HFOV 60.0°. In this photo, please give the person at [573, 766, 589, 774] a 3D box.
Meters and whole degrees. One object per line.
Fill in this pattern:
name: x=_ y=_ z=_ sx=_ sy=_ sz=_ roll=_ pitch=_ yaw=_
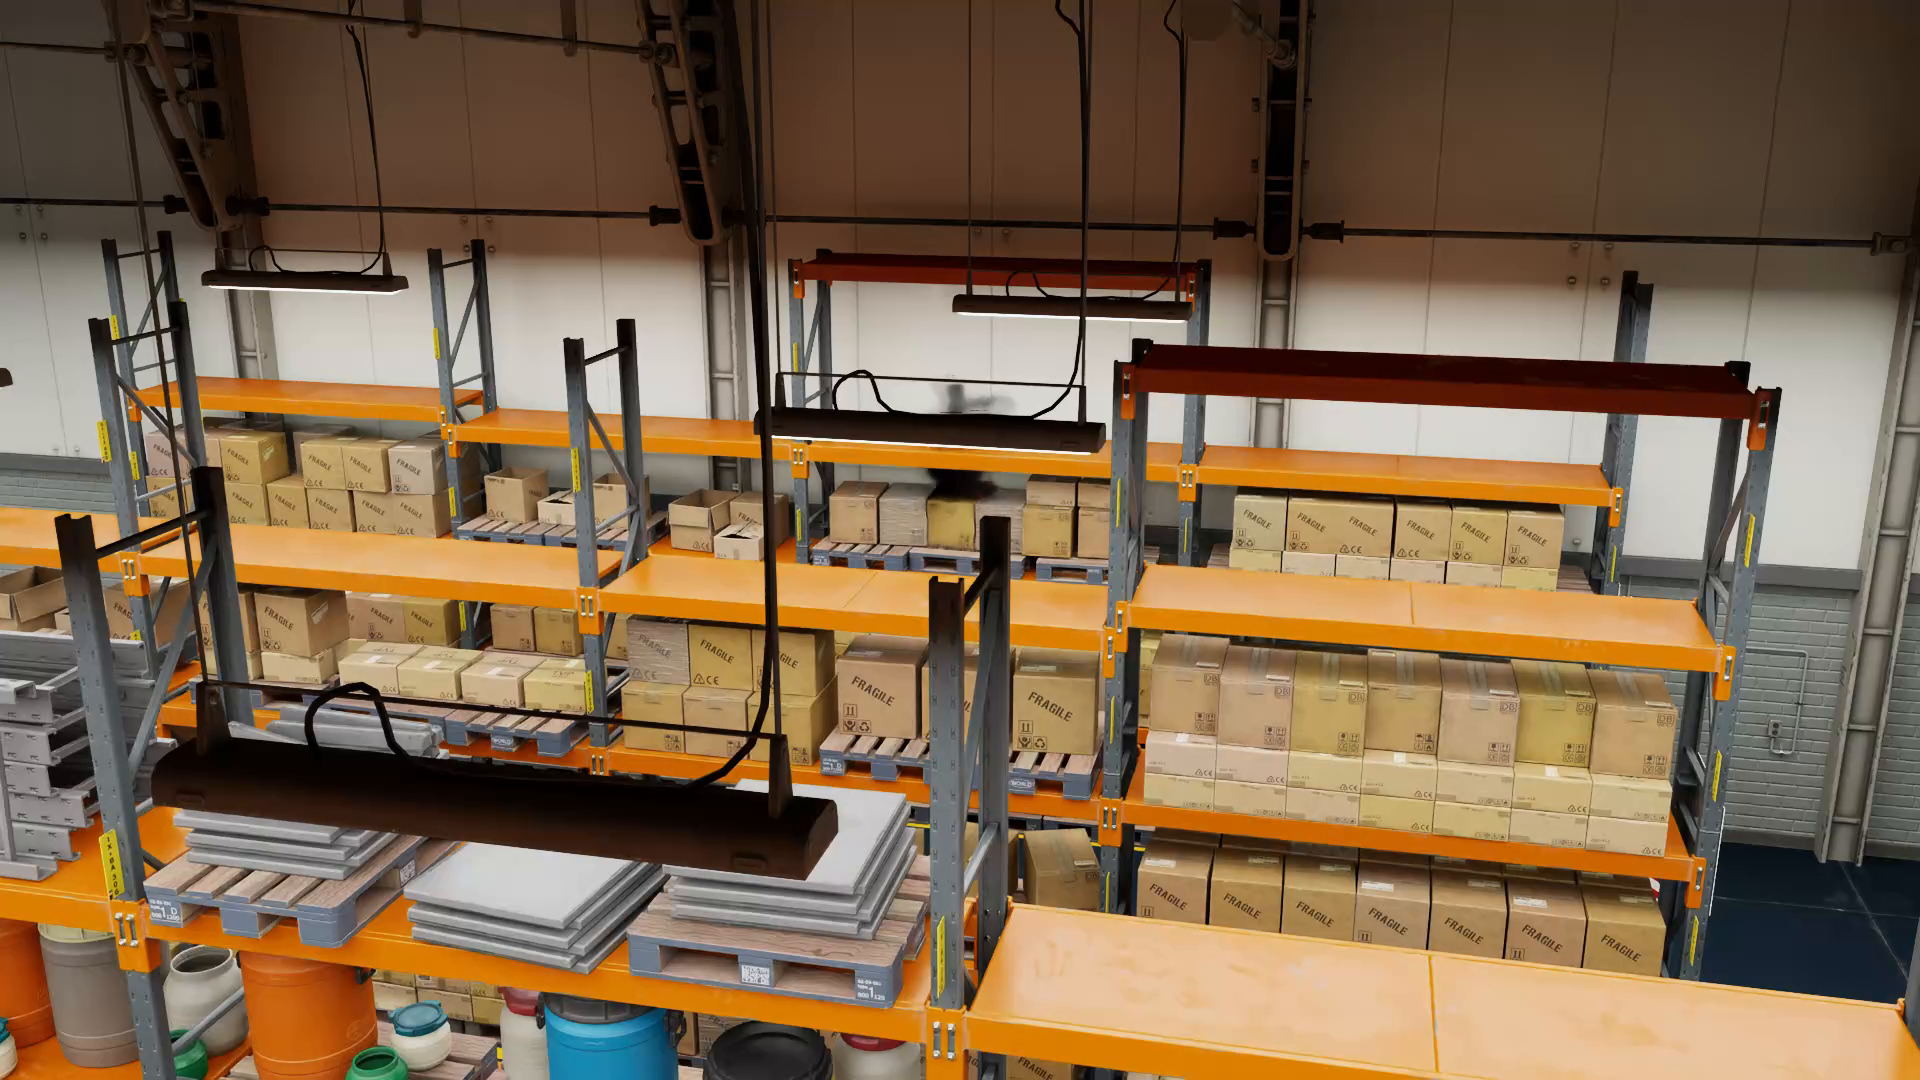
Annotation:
person: x=-3.583 y=2.793 z=15.894 sx=0.520 sy=1.626 sz=0.556 roll=4 pitch=17 yaw=14
